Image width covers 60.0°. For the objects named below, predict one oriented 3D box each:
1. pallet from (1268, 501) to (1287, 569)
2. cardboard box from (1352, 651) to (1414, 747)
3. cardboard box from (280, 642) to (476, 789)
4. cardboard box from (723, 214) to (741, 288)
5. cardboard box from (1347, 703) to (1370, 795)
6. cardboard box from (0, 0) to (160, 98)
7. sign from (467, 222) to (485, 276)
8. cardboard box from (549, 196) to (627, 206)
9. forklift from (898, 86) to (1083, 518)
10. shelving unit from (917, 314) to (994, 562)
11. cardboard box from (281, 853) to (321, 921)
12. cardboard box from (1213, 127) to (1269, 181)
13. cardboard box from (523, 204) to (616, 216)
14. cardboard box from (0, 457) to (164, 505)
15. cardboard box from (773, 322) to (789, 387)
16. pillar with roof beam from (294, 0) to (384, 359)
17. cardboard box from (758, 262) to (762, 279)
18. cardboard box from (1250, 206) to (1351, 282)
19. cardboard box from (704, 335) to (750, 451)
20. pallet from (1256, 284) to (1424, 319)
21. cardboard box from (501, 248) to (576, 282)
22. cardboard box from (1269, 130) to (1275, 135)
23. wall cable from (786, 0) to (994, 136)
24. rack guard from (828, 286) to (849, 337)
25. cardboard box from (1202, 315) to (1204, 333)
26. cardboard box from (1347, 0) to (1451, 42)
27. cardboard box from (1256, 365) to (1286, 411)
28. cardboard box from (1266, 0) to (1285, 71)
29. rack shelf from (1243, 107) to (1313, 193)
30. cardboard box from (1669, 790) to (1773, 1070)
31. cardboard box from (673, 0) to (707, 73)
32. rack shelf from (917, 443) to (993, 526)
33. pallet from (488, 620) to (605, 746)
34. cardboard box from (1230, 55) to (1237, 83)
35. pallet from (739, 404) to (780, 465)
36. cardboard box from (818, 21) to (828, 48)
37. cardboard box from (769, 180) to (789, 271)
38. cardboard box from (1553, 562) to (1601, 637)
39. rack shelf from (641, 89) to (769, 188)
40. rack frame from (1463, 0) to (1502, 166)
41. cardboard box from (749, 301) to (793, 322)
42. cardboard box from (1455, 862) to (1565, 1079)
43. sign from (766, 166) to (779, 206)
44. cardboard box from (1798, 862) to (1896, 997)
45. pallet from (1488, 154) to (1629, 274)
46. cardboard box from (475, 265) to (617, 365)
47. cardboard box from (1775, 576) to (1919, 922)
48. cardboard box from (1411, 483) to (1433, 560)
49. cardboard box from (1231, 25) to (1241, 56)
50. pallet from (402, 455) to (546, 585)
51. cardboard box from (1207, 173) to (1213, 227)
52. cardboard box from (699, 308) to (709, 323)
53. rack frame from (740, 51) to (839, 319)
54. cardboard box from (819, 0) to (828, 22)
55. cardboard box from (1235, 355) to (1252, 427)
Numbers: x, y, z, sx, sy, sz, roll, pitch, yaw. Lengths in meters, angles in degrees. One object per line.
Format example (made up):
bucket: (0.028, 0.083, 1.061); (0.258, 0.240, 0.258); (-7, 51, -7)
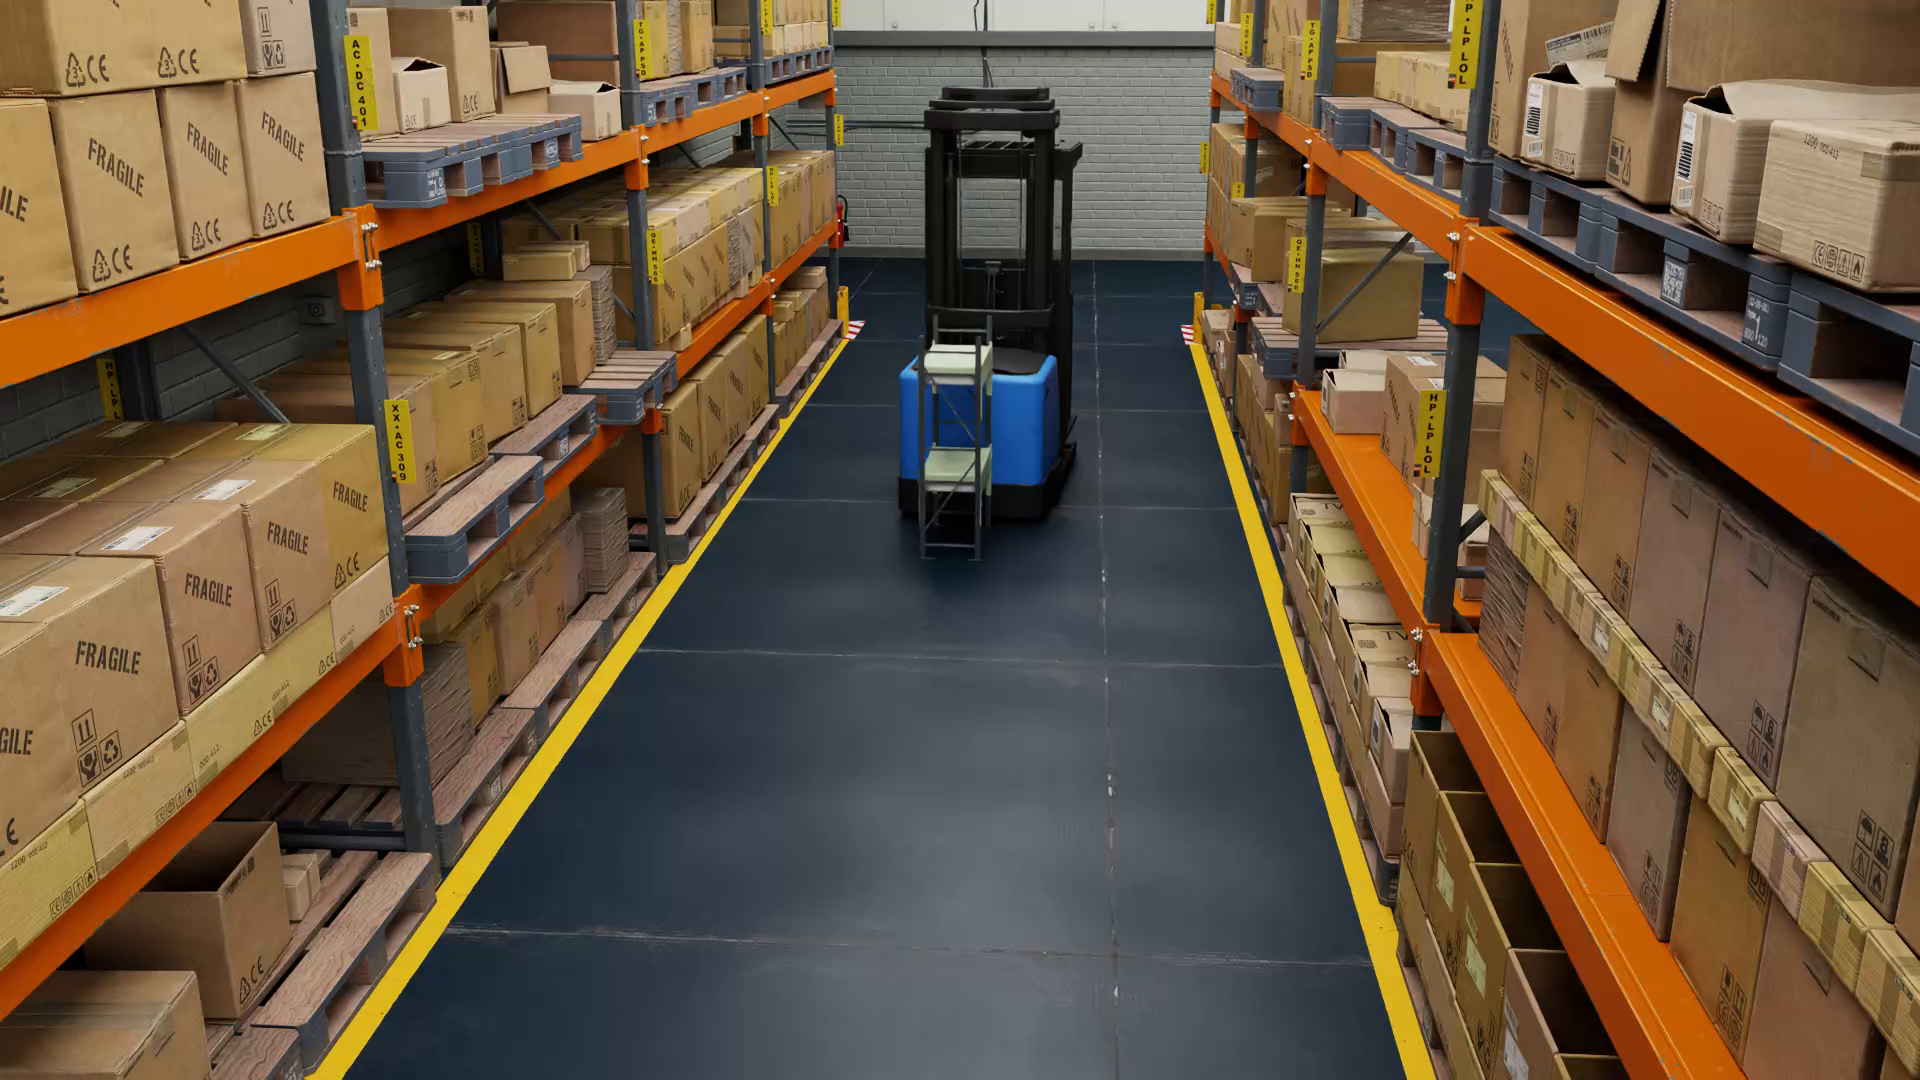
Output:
pallet: (2.633, -0.012, 11.122); (1.003, 0.211, 1.213); (1, 18, 4)
cardboard box: (2.029, 0.683, 7.363); (0.500, 0.311, 0.500); (2, 18, 5)
cardboard box: (-2.650, 0.776, 7.545); (0.700, 0.500, 0.500); (2, 18, 6)
cardboard box: (-1.966, -2.193, 12.628); (0.500, 0.500, 0.500); (1, 18, 4)
cardboard box: (2.033, 0.951, 7.446); (0.500, 0.250, 0.500); (1, 18, 3)
cardboard box: (-2.508, -1.437, 4.374); (0.500, 0.500, 0.500); (1, 18, 2)
sign: (-2.954, -1.777, 10.171); (0.100, 0.325, 0.005); (1, 18, 4)
cardboard box: (-2.545, -2.237, 11.559); (0.500, 0.250, 0.500); (1, 18, 3)
forklift: (0.327, -1.963, 12.705); (1.130, 2.935, 3.031); (3, 18, 10)
shelving unit: (-0.025, -0.693, 11.129); (0.431, 1.500, 0.755); (2, 18, 6)
cardboard box: (-2.695, 1.331, 6.389); (0.380, 0.166, 0.250); (-1, 18, -3)
cardboard box: (2.790, -3.819, 16.495); (0.500, 0.500, 0.500); (1, 18, 4)
cardboard box: (-2.585, -2.078, 11.073); (0.500, 0.250, 0.500); (1, 18, 2)
cardboard box: (-2.969, 0.034, 5.507); (0.500, 0.500, 0.500); (1, 18, 4)
cardboard box: (-1.957, -1.700, 15.133); (0.700, 0.500, 0.500); (2, 18, 5)
pillar with roof beam: (0.938, -3.586, 7.916); (9.100, 9.000, 0.400); (1, 18, 4)
cardboard box: (-1.855, -2.237, 13.804); (0.380, 0.149, 0.250); (1, 18, 4)
cardboard box: (2.585, -2.239, 12.603); (0.700, 0.500, 0.500); (4, 19, 13)
cardboard box: (-2.091, -1.155, 12.909); (0.750, 0.750, 0.750); (2, 18, 6)
pallet: (2.676, -1.619, 11.856); (1.003, 0.211, 1.213); (1, 18, 4)
cardboard box: (-2.403, -1.573, 9.496); (0.380, 0.149, 0.250); (-2, 18, -5)
cardboard box: (3.322, -3.812, 16.474); (0.500, 0.500, 0.500); (2, 18, 5)
wall cable: (-1.064, -6.824, 22.785); (3.097, 2.526, 0.112); (1, 18, 4)
rack guard: (-1.824, -2.520, 18.311); (1.175, 0.500, 0.348); (1, 18, 4)
cardboard box: (2.724, -2.254, 17.327); (0.380, 0.166, 0.250); (1, 18, 4)
cardboard box: (2.579, -3.190, 9.757); (0.500, 0.500, 0.500); (1, 18, 4)
cardboard box: (2.443, -1.115, 12.113); (0.500, 0.250, 0.500); (1, 18, 3)
cardboard box: (2.719, -3.914, 12.738); (0.600, 0.600, 0.600); (0, 18, -1)
rack shelf: (2.685, -2.811, 11.523); (1.077, 0.370, 4.000); (1, 18, 4)
cardboard box: (2.088, 0.869, 3.794); (0.700, 0.500, 0.500); (1, 18, 4)
cardboard box: (-2.261, -3.695, 12.198); (0.700, 0.500, 0.500); (1, 18, 3)
rack shelf: (-0.025, -0.383, 11.230); (0.431, 0.370, 0.720); (2, 18, 6)
pallet: (-2.547, 0.730, 8.857); (1.003, 0.211, 1.213); (1, 18, 4)
cardboard box: (2.672, -4.170, 14.757); (0.500, 0.250, 0.500); (1, 18, 4)
pallet: (-2.093, -0.892, 13.805); (1.003, 0.211, 1.213); (1, 18, 4)
cardboard box: (-1.614, -5.068, 16.662); (0.500, 0.250, 0.500); (2, 18, 6)
cardboard box: (-2.058, -2.769, 14.574); (0.980, 0.700, 0.700); (2, 18, 5)
cardboard box: (1.970, 0.177, 4.865); (0.380, 0.149, 0.250); (1, 18, 2)
rack shelf: (-2.256, -2.921, 11.857); (1.077, 0.370, 4.000); (1, 18, 4)
rack frame: (2.255, -2.715, 5.257); (1.000, 3.000, 0.127); (1, 18, 4)
cardboard box: (-1.751, -2.110, 15.345); (0.380, 0.149, 0.250); (2, 18, 6)
cardboard box: (1.838, 1.334, 5.071); (0.500, 0.500, 0.500); (1, 18, 4)
sign: (-1.571, -2.962, 13.912); (0.100, 0.325, 0.005); (1, 18, 4)
cardboard box: (1.841, 0.739, 3.149); (0.380, 0.149, 0.250); (1, 18, 3)
pallet: (2.219, -0.982, 4.928); (1.003, 0.211, 1.213); (1, 18, 4)
cardboard box: (-2.423, -1.326, 9.786); (0.700, 0.500, 0.500); (-1, 18, -3)
cardboard box: (2.050, 0.390, 3.173); (0.700, 0.500, 0.500); (1, 18, 2)
cardboard box: (2.135, -0.077, 7.058); (0.396, 0.266, 0.258); (1, 18, 3)
cardboard box: (2.670, -4.408, 14.679); (0.500, 0.250, 0.500); (1, 18, 4)
pallet: (-2.487, -0.117, 7.269); (1.003, 0.211, 1.213); (1, 18, 4)
cardboard box: (2.820, -3.507, 17.147); (0.500, 0.500, 0.500); (2, 18, 5)
cardboard box: (-2.046, -1.680, 12.103); (0.380, 0.149, 0.250); (1, 18, 4)
rack frame: (-1.826, -3.700, 17.899); (1.000, 3.000, 0.127); (1, 18, 4)
cardboard box: (-1.607, -5.425, 16.545); (0.500, 0.500, 0.500); (1, 18, 4)
cardboard box: (2.551, -1.225, 13.653); (0.500, 0.500, 0.500); (0, 18, 1)
